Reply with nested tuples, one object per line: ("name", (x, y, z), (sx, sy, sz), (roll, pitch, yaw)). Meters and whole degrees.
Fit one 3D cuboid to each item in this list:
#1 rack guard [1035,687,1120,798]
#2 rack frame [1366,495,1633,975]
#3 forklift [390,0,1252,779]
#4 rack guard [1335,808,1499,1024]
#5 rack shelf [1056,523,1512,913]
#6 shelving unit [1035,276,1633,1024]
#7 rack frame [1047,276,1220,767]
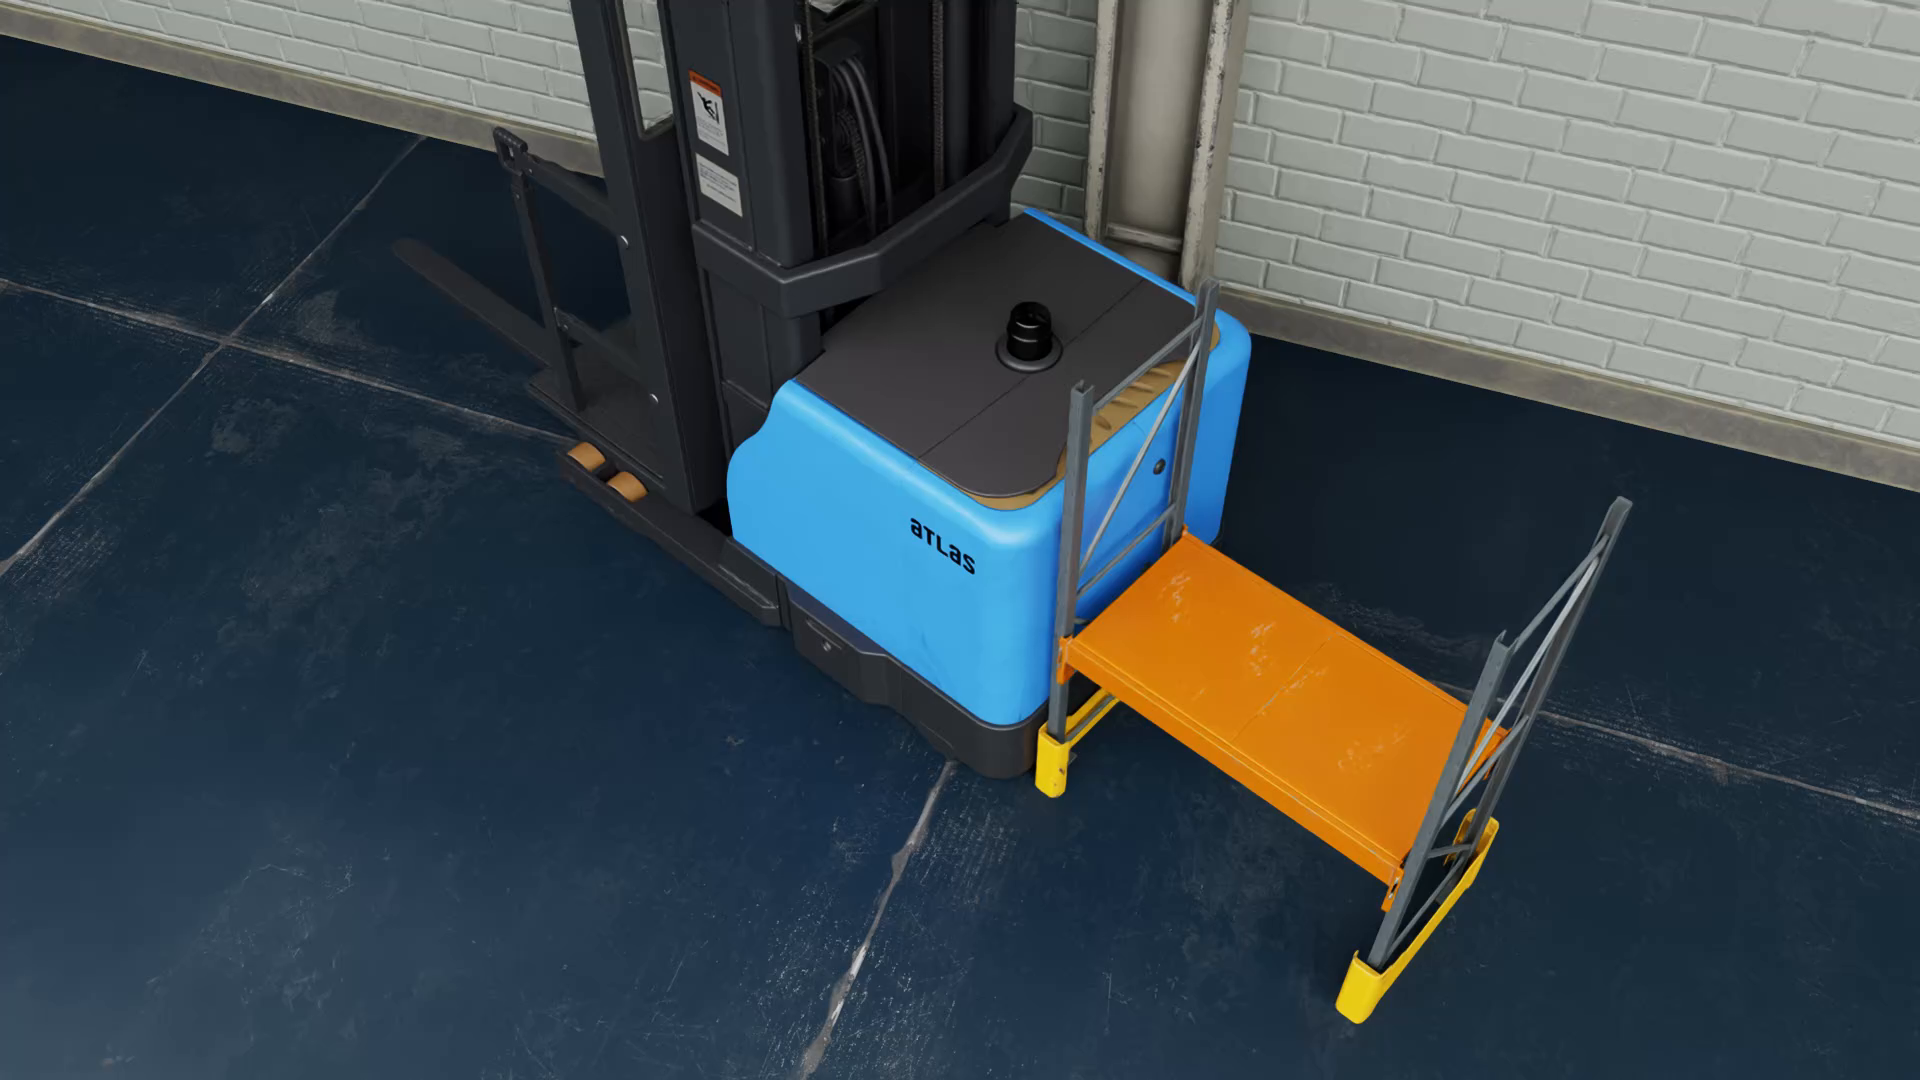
("rack guard", (0.428, 0.457, 4.689), (0.087, 0.250, 0.587), (34, 57, 26))
("rack frame", (1.172, 0.549, 3.781), (0.032, 1.500, 0.500), (34, 57, 26))
("forklift", (-0.657, -1.278, 4.418), (3.031, 2.935, 1.130), (34, 57, 26))
("rack guard", (1.171, 0.958, 4.254), (0.087, 0.250, 0.587), (34, 57, 26))
("rack shelf", (0.793, 0.411, 4.139), (1.000, 0.185, 0.538), (34, 57, 26))
("shelving unit", (0.799, 0.298, 3.999), (1.083, 1.500, 0.587), (34, 57, 26))
("rack frame", (0.414, 0.037, 4.225), (0.032, 1.500, 0.500), (34, 57, 26))
